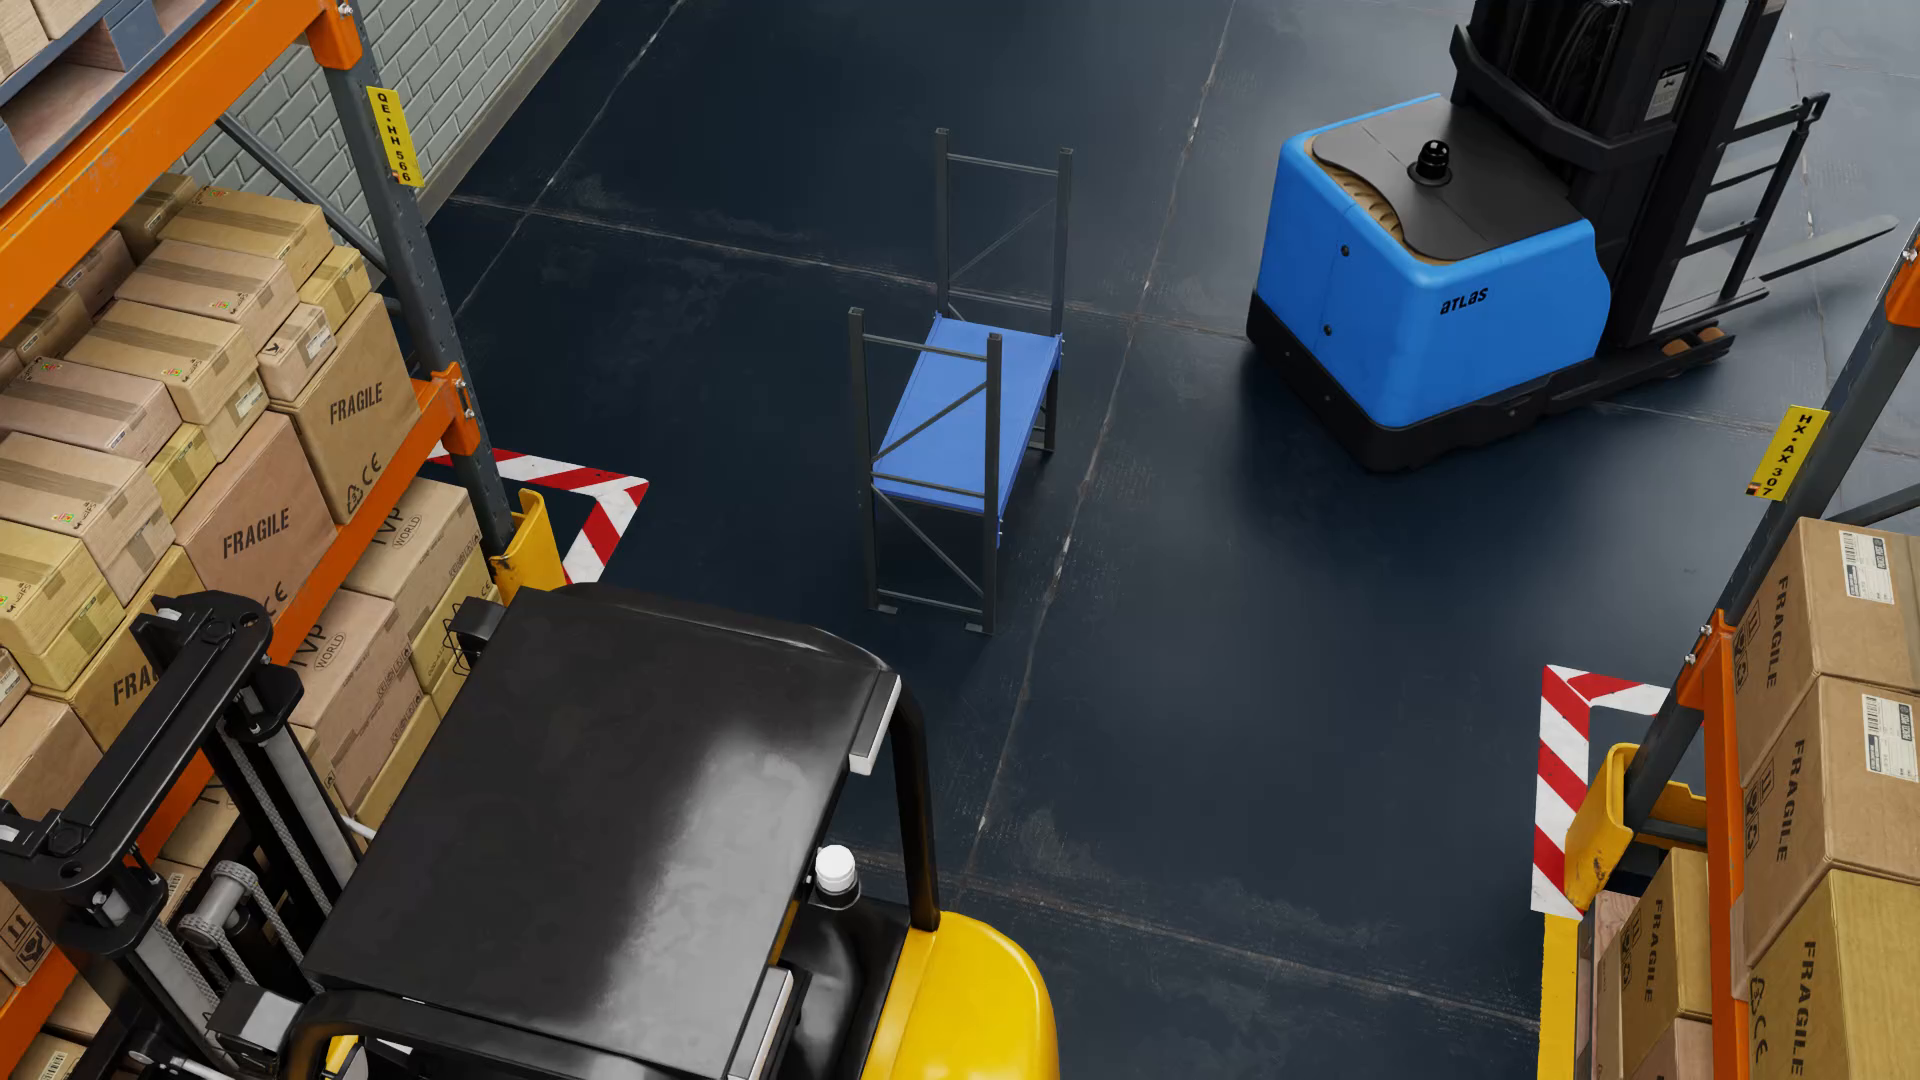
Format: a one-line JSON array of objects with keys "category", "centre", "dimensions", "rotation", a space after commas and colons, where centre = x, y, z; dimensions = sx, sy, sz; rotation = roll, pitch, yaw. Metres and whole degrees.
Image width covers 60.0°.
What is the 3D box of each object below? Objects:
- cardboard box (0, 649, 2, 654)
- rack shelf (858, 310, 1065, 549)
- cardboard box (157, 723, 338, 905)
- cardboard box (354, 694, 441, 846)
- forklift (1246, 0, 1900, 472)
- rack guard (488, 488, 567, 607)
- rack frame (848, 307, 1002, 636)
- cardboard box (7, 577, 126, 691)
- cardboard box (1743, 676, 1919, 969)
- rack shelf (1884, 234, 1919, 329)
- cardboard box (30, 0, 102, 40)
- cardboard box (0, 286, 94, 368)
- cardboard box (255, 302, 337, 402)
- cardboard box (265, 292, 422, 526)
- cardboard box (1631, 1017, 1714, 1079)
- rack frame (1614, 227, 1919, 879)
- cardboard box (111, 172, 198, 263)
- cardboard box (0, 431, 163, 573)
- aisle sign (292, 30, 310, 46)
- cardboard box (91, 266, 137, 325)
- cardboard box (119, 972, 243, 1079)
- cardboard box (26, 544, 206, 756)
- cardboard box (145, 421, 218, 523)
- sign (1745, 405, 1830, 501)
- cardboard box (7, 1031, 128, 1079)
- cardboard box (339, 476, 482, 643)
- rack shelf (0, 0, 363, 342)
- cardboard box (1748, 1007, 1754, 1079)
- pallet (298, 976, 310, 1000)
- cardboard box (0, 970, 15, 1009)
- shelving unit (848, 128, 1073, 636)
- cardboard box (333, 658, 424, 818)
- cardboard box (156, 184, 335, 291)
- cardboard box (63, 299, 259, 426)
[{"category": "cardboard box", "centre": [-2.423, 0.261, 3.740], "dimensions": [0.380, 0.149, 0.250], "rotation": [12, 50, 11]}, {"category": "rack shelf", "centre": [0.022, -0.439, 6.296], "dimensions": [0.538, 0.185, 1.000], "rotation": [12, 50, 10]}, {"category": "cardboard box", "centre": [-2.206, 0.768, 4.877], "dimensions": [0.500, 0.250, 0.500], "rotation": [12, 50, 11]}, {"category": "cardboard box", "centre": [-2.093, 0.727, 5.581], "dimensions": [0.500, 0.250, 0.500], "rotation": [12, 50, 10]}, {"category": "forklift", "centre": [2.827, -2.021, 6.497], "dimensions": [3.031, 2.935, 1.130], "rotation": [-20, 52, -17]}, {"category": "rack guard", "centre": [-2.127, 0.006, 6.331], "dimensions": [1.175, 0.500, 0.348], "rotation": [12, 50, 10]}, {"category": "rack frame", "centre": [-0.111, -0.190, 5.836], "dimensions": [0.500, 1.500, 0.032], "rotation": [12, 50, 10]}, {"category": "cardboard box", "centre": [-2.269, 0.187, 4.004], "dimensions": [0.380, 0.149, 0.250], "rotation": [12, 50, 10]}, {"category": "cardboard box", "centre": [2.130, 0.704, 3.782], "dimensions": [0.500, 0.500, 0.500], "rotation": [13, 50, 11]}, {"category": "rack shelf", "centre": [2.130, 0.865, 2.384], "dimensions": [1.077, 0.370, 4.000], "rotation": [12, 50, 10]}, {"category": "cardboard box", "centre": [-2.059, -1.226, 3.571], "dimensions": [0.380, 0.149, 0.250], "rotation": [10, 49, 9]}, {"category": "cardboard box", "centre": [-2.585, -0.573, 4.476], "dimensions": [0.380, 0.149, 0.250], "rotation": [12, 50, 11]}, {"category": "cardboard box", "centre": [-1.993, -0.555, 4.659], "dimensions": [0.380, 0.149, 0.250], "rotation": [12, 50, 11]}, {"category": "cardboard box", "centre": [-2.010, -0.430, 4.981], "dimensions": [0.500, 0.500, 0.500], "rotation": [11, 49, 9]}, {"category": "cardboard box", "centre": [2.038, 1.621, 4.292], "dimensions": [0.500, 0.500, 0.500], "rotation": [10, 49, 9]}, {"category": "rack frame", "centre": [2.656, 0.173, 4.516], "dimensions": [1.000, 3.000, 0.127], "rotation": [12, 50, 10]}, {"category": "cardboard box", "centre": [-2.428, -0.950, 4.809], "dimensions": [0.380, 0.149, 0.250], "rotation": [11, 49, 9]}, {"category": "cardboard box", "centre": [-2.201, -0.095, 4.054], "dimensions": [0.380, 0.149, 0.250], "rotation": [13, 50, 11]}, {"category": "aisle sign", "centre": [-1.833, -1.654, 4.394], "dimensions": [0.394, 0.787, 0.004], "rotation": [12, 50, 10]}, {"category": "cardboard box", "centre": [-2.477, -0.667, 4.757], "dimensions": [0.380, 0.149, 0.250], "rotation": [12, 50, 10]}, {"category": "cardboard box", "centre": [-2.353, 1.314, 4.729], "dimensions": [0.500, 0.250, 0.500], "rotation": [11, 50, 10]}, {"category": "cardboard box", "centre": [-2.290, 0.315, 4.324], "dimensions": [0.500, 0.500, 0.500], "rotation": [11, 49, 9]}, {"category": "cardboard box", "centre": [-2.197, -0.203, 4.348], "dimensions": [0.380, 0.149, 0.250], "rotation": [11, 50, 10]}, {"category": "sign", "centre": [2.132, -0.221, 4.286], "dimensions": [0.100, 0.325, 0.005], "rotation": [12, 50, 10]}, {"category": "cardboard box", "centre": [-2.492, 1.511, 4.221], "dimensions": [0.500, 0.250, 0.500], "rotation": [13, 50, 11]}, {"category": "cardboard box", "centre": [-1.954, 0.030, 5.528], "dimensions": [0.500, 0.250, 0.500], "rotation": [13, 50, 11]}, {"category": "rack shelf", "centre": [-2.660, -0.112, 3.246], "dimensions": [1.077, 0.370, 4.000], "rotation": [12, 50, 10]}, {"category": "cardboard box", "centre": [2.019, 1.190, 3.785], "dimensions": [0.380, 0.149, 0.250], "rotation": [13, 50, 11]}, {"category": "pallet", "centre": [-2.618, 1.560, 5.152], "dimensions": [1.003, 0.211, 1.213], "rotation": [12, 50, 10]}, {"category": "cardboard box", "centre": [-2.565, 1.040, 3.684], "dimensions": [0.500, 0.500, 0.500], "rotation": [11, 50, 10]}, {"category": "shelving unit", "centre": [0.022, -0.558, 6.161], "dimensions": [0.538, 1.500, 1.048], "rotation": [12, 50, 10]}, {"category": "cardboard box", "centre": [-2.103, 0.576, 5.381], "dimensions": [0.500, 0.250, 0.500], "rotation": [11, 50, 10]}, {"category": "cardboard box", "centre": [-2.025, -0.850, 4.720], "dimensions": [0.380, 0.149, 0.250], "rotation": [12, 50, 10]}, {"category": "cardboard box", "centre": [-2.102, -0.471, 4.386], "dimensions": [0.380, 0.149, 0.250], "rotation": [13, 50, 11]}]
